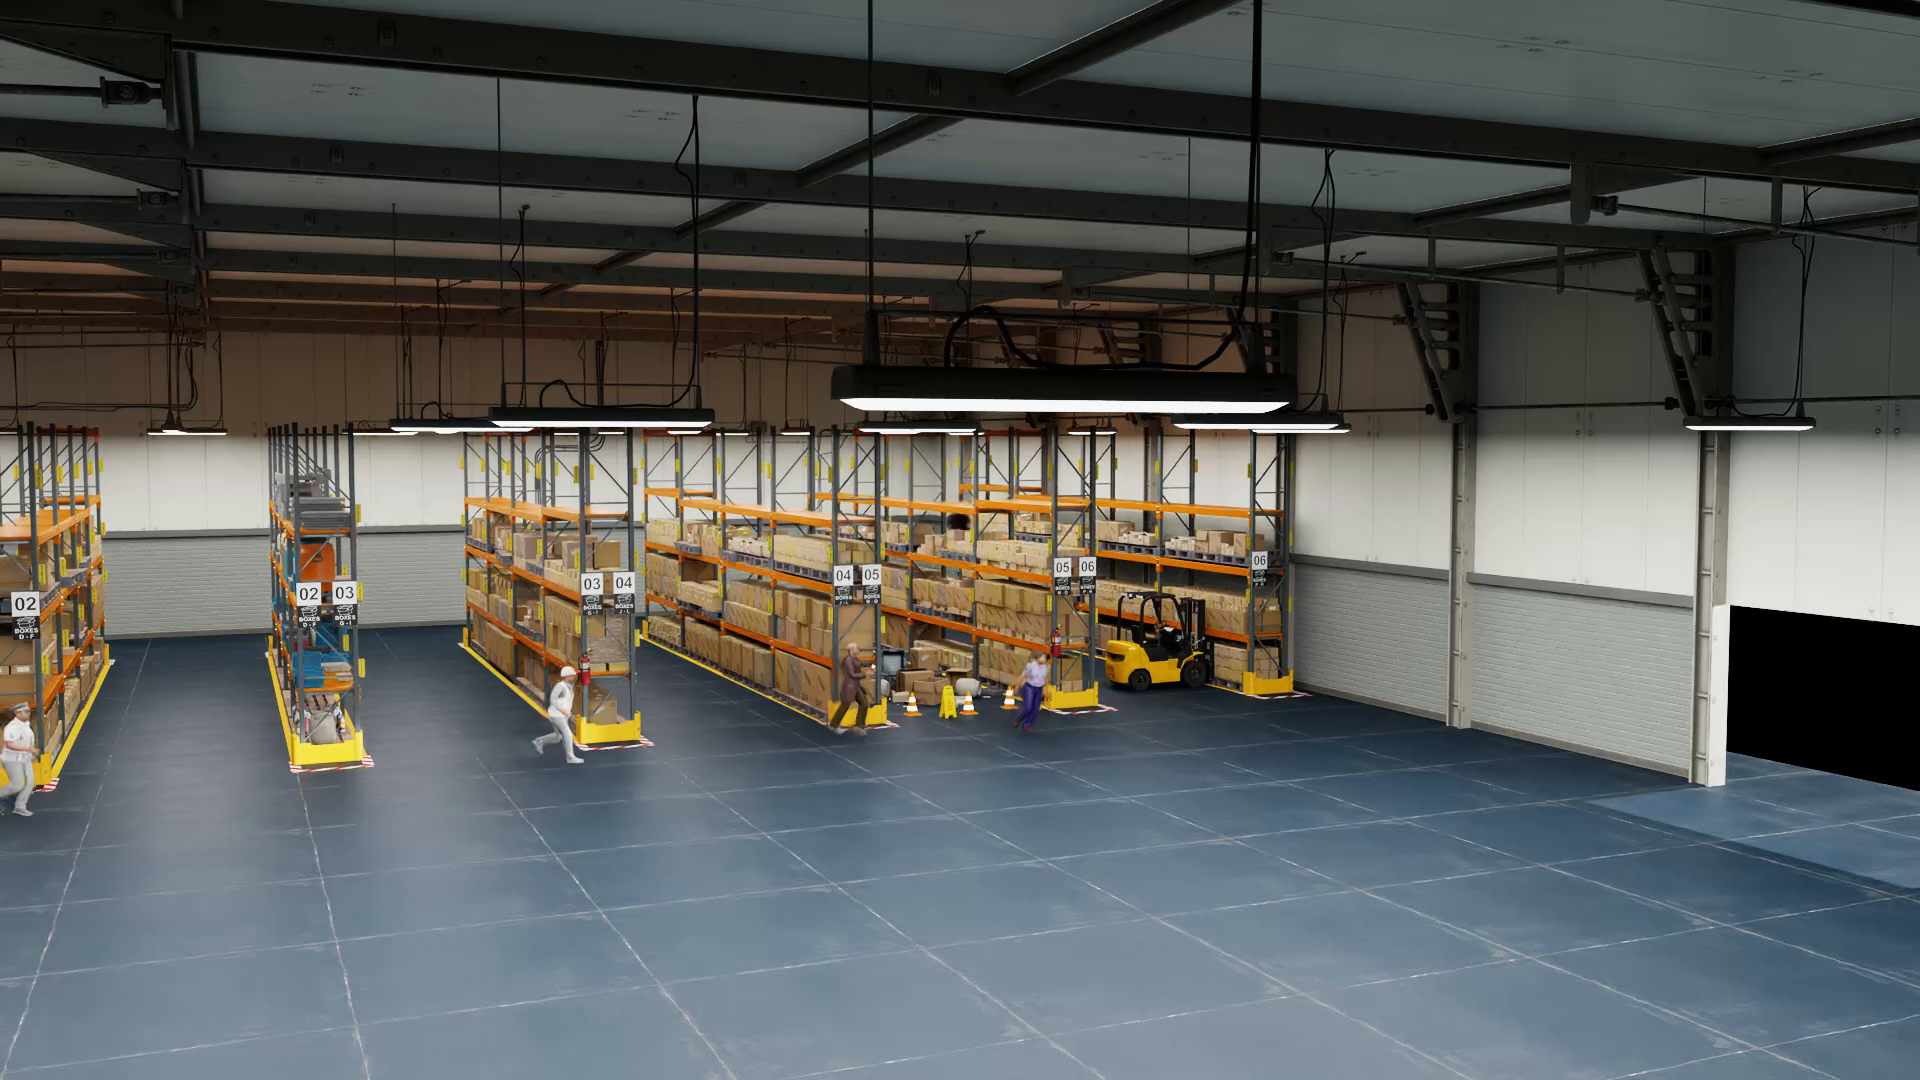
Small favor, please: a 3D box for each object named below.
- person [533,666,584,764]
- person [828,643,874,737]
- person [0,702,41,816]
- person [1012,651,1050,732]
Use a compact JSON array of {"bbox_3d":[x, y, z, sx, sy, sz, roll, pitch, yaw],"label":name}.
[{"bbox_3d":[-7.103,3.073,29.199,0.928,1.726,0.662,1,4,11],"label":"person"},{"bbox_3d":[-2.093,2.888,31.874,0.932,1.847,0.645,1,4,18],"label":"person"},{"bbox_3d":[-14.302,3.331,25.225,0.865,1.763,0.645,0,3,0],"label":"person"},{"bbox_3d":[1.380,2.961,32.438,0.668,1.577,0.551,-2,4,-34],"label":"person"}]
